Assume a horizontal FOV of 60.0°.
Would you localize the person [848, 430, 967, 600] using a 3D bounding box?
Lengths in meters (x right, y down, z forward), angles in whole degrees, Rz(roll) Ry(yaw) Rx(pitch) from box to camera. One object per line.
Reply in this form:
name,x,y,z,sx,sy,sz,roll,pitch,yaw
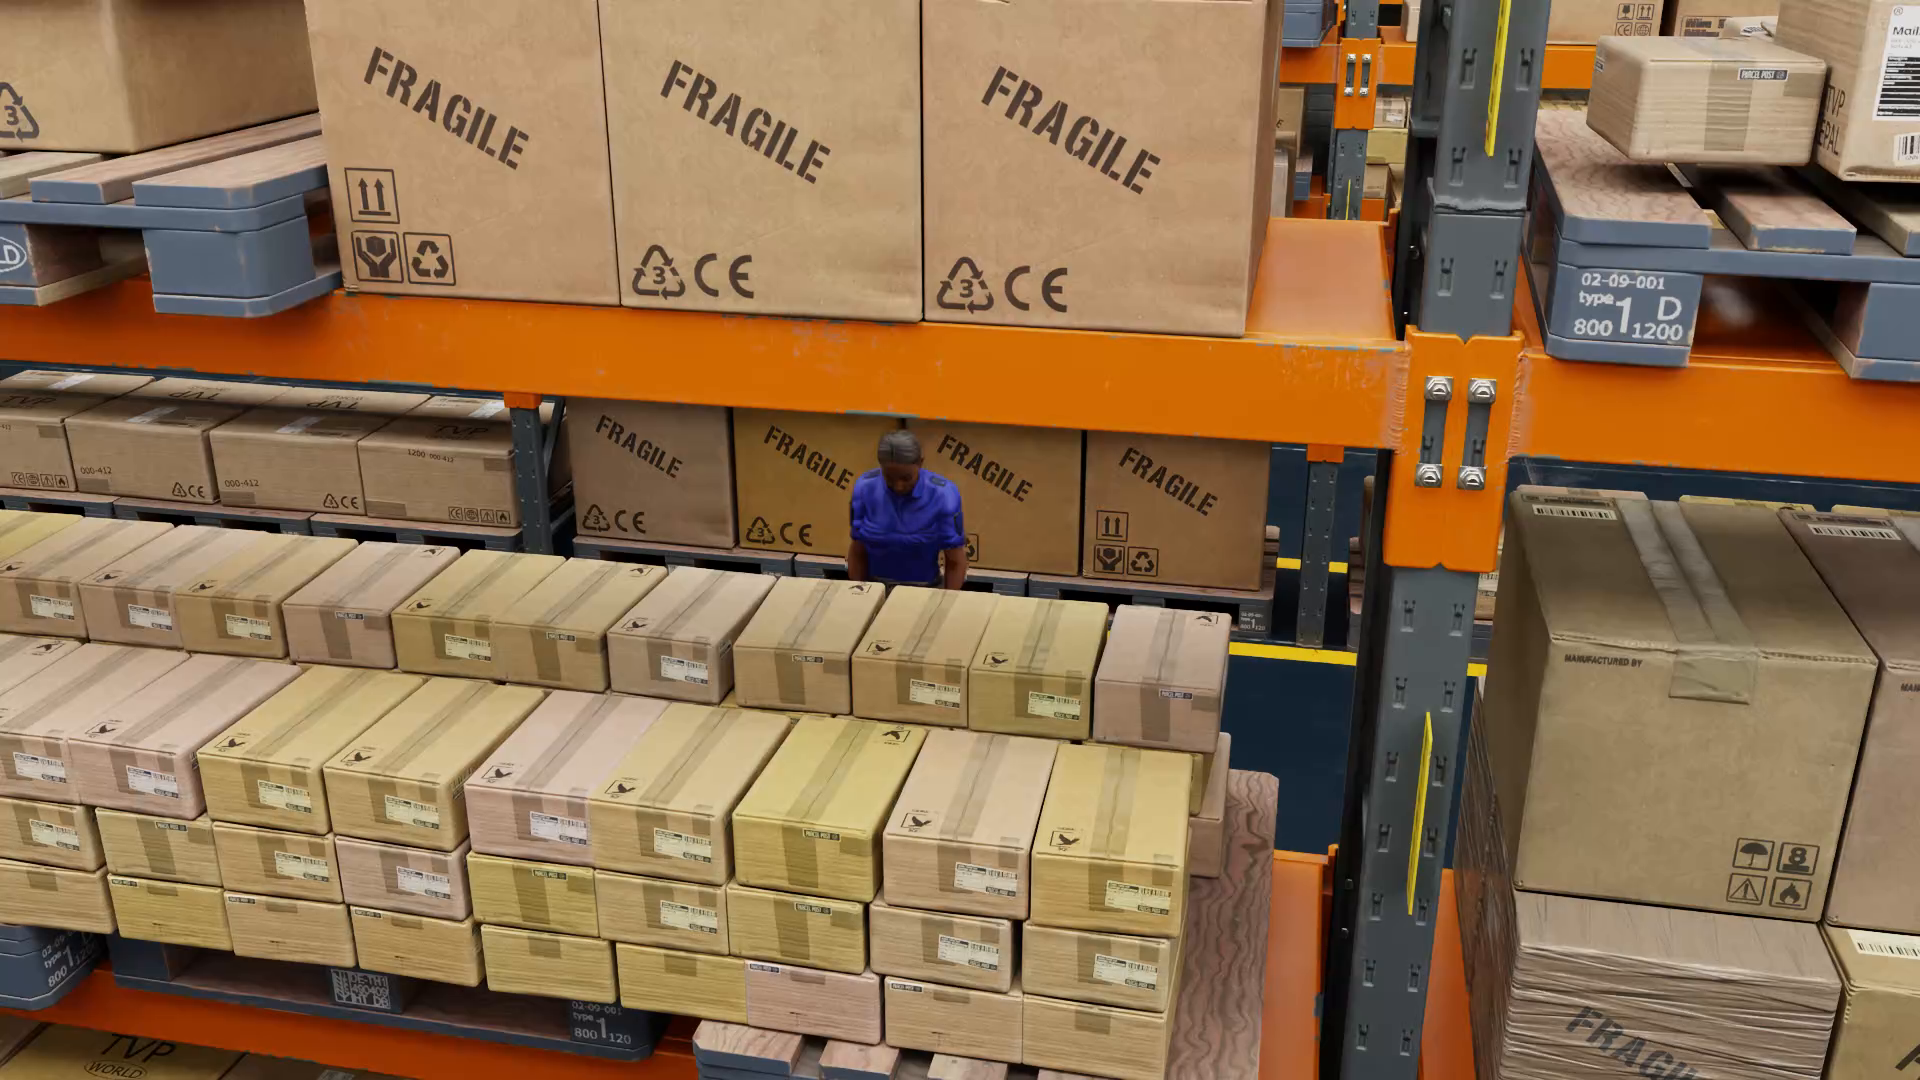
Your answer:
person,-0.201,0.287,6.505,0.469,1.575,0.430,5,22,12
